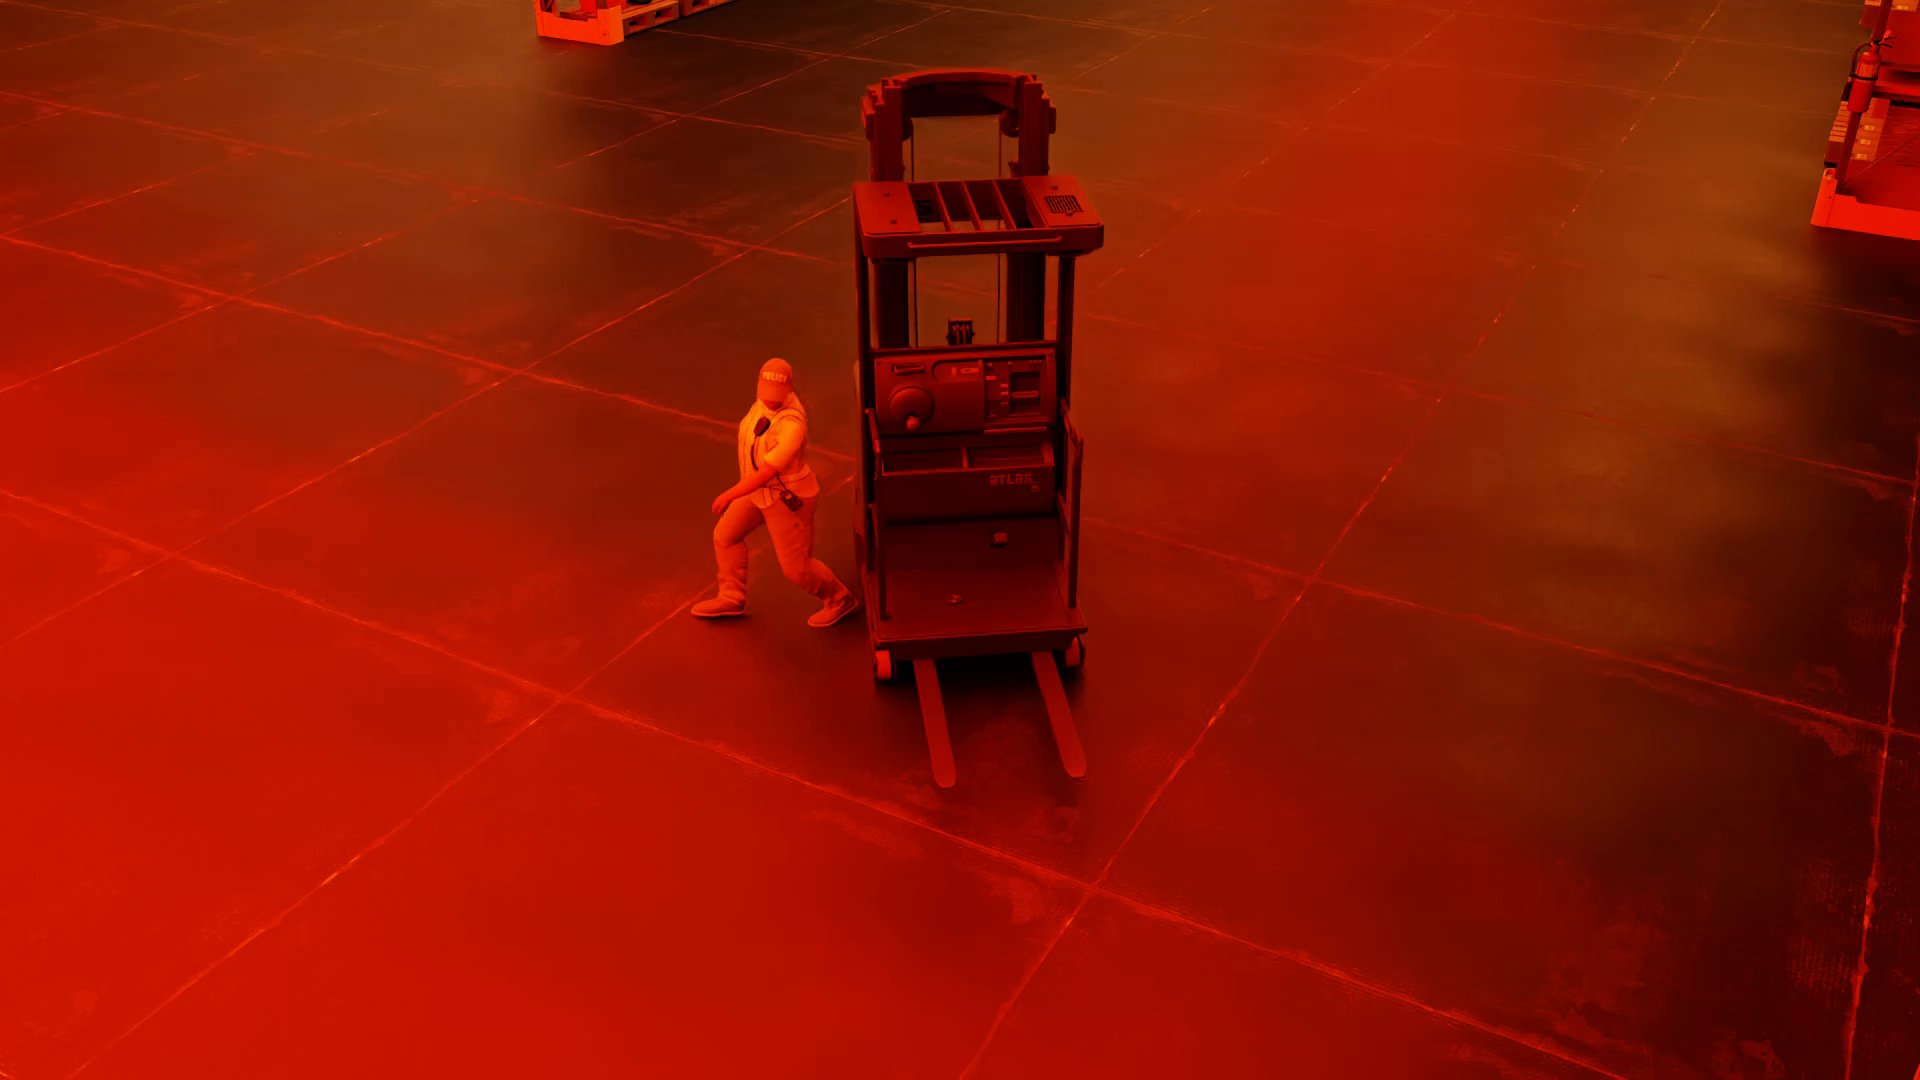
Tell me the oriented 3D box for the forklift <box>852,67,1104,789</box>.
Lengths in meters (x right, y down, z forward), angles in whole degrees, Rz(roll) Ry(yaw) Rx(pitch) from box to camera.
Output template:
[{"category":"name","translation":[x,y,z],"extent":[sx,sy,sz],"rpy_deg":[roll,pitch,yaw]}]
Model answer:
[{"category":"forklift","translation":[0.058,-0.715,8.309],"extent":[1.130,2.935,3.031],"rpy_deg":[-4,30,-6]}]

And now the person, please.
[{"category":"person","translation":[-1.034,-0.261,8.877],"extent":[0.822,1.583,0.638],"rpy_deg":[-17,34,-27]}]
